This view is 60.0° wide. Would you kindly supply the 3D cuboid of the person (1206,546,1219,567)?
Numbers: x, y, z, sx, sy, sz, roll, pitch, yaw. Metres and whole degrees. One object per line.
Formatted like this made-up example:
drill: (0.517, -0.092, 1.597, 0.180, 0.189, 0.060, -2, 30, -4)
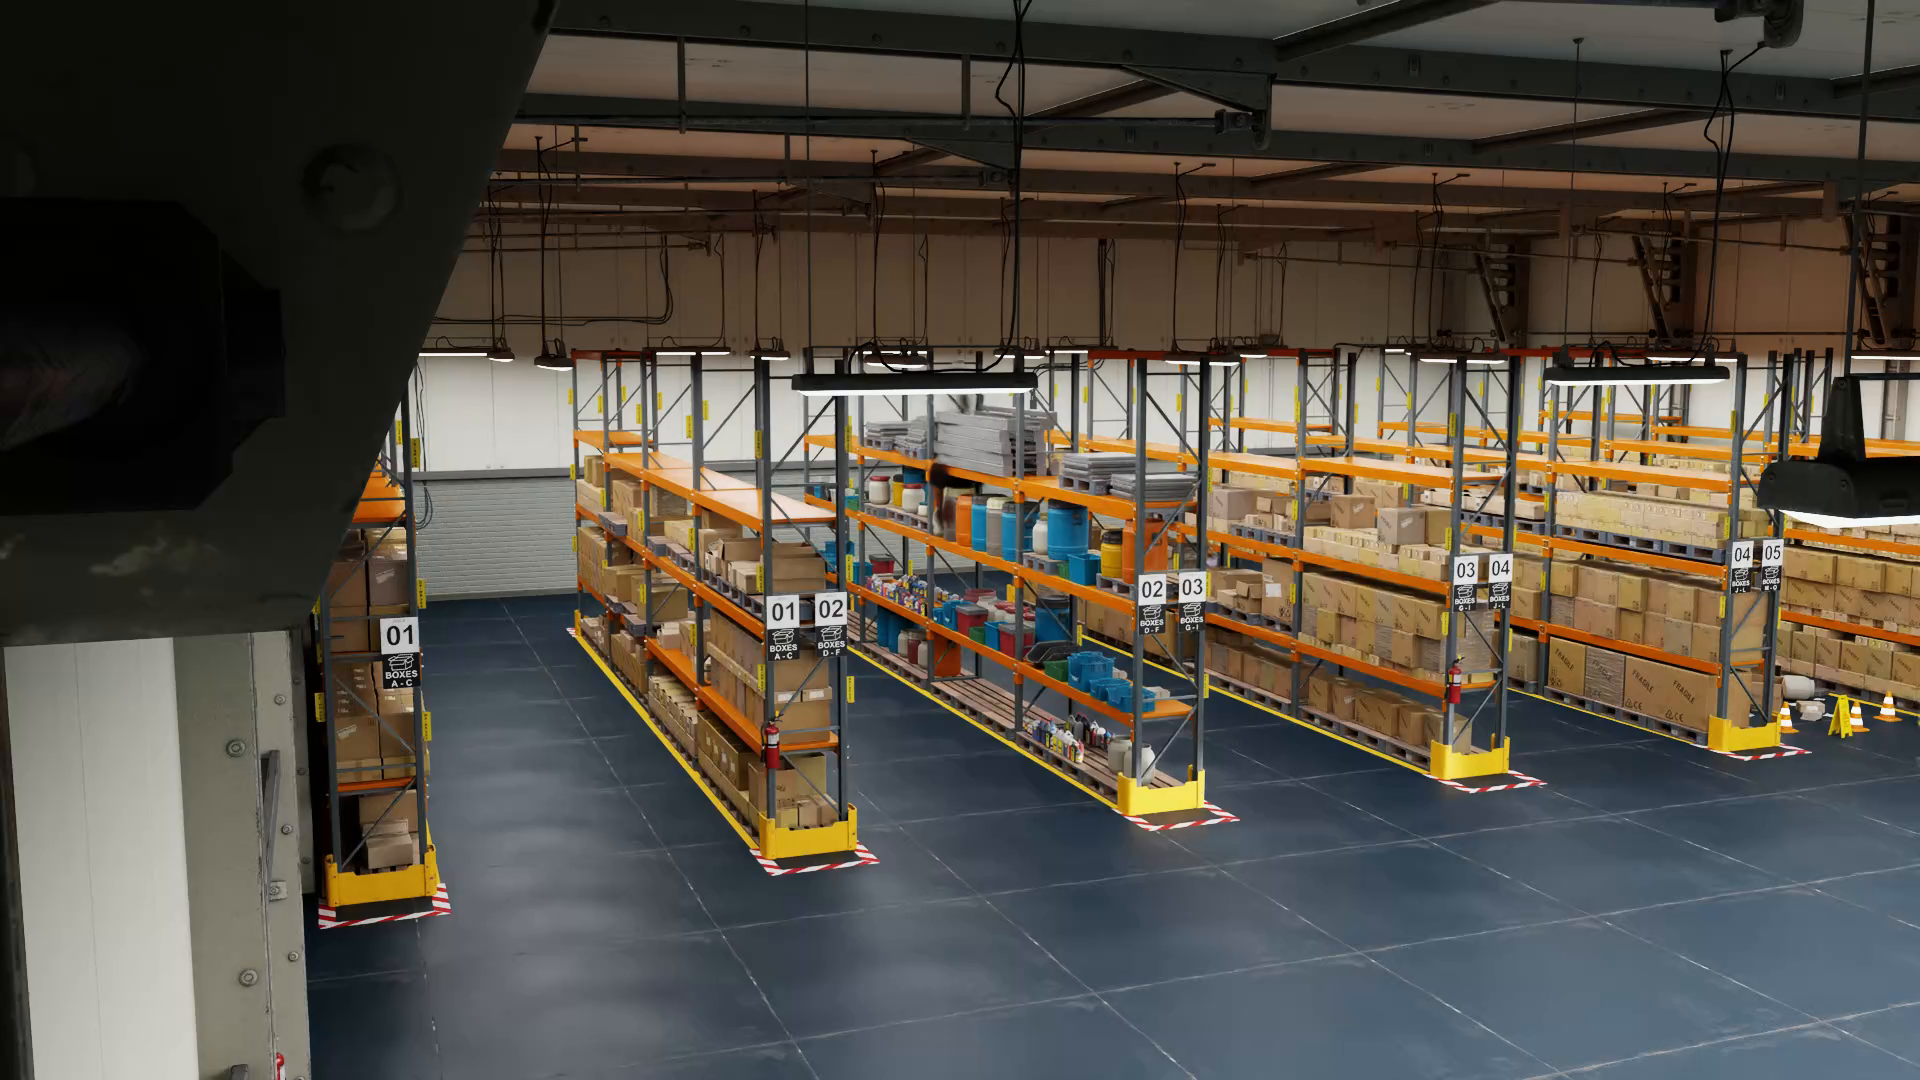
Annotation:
person: (5.585, 0.914, 37.353, 0.591, 1.601, 0.563, -2, 7, -17)
